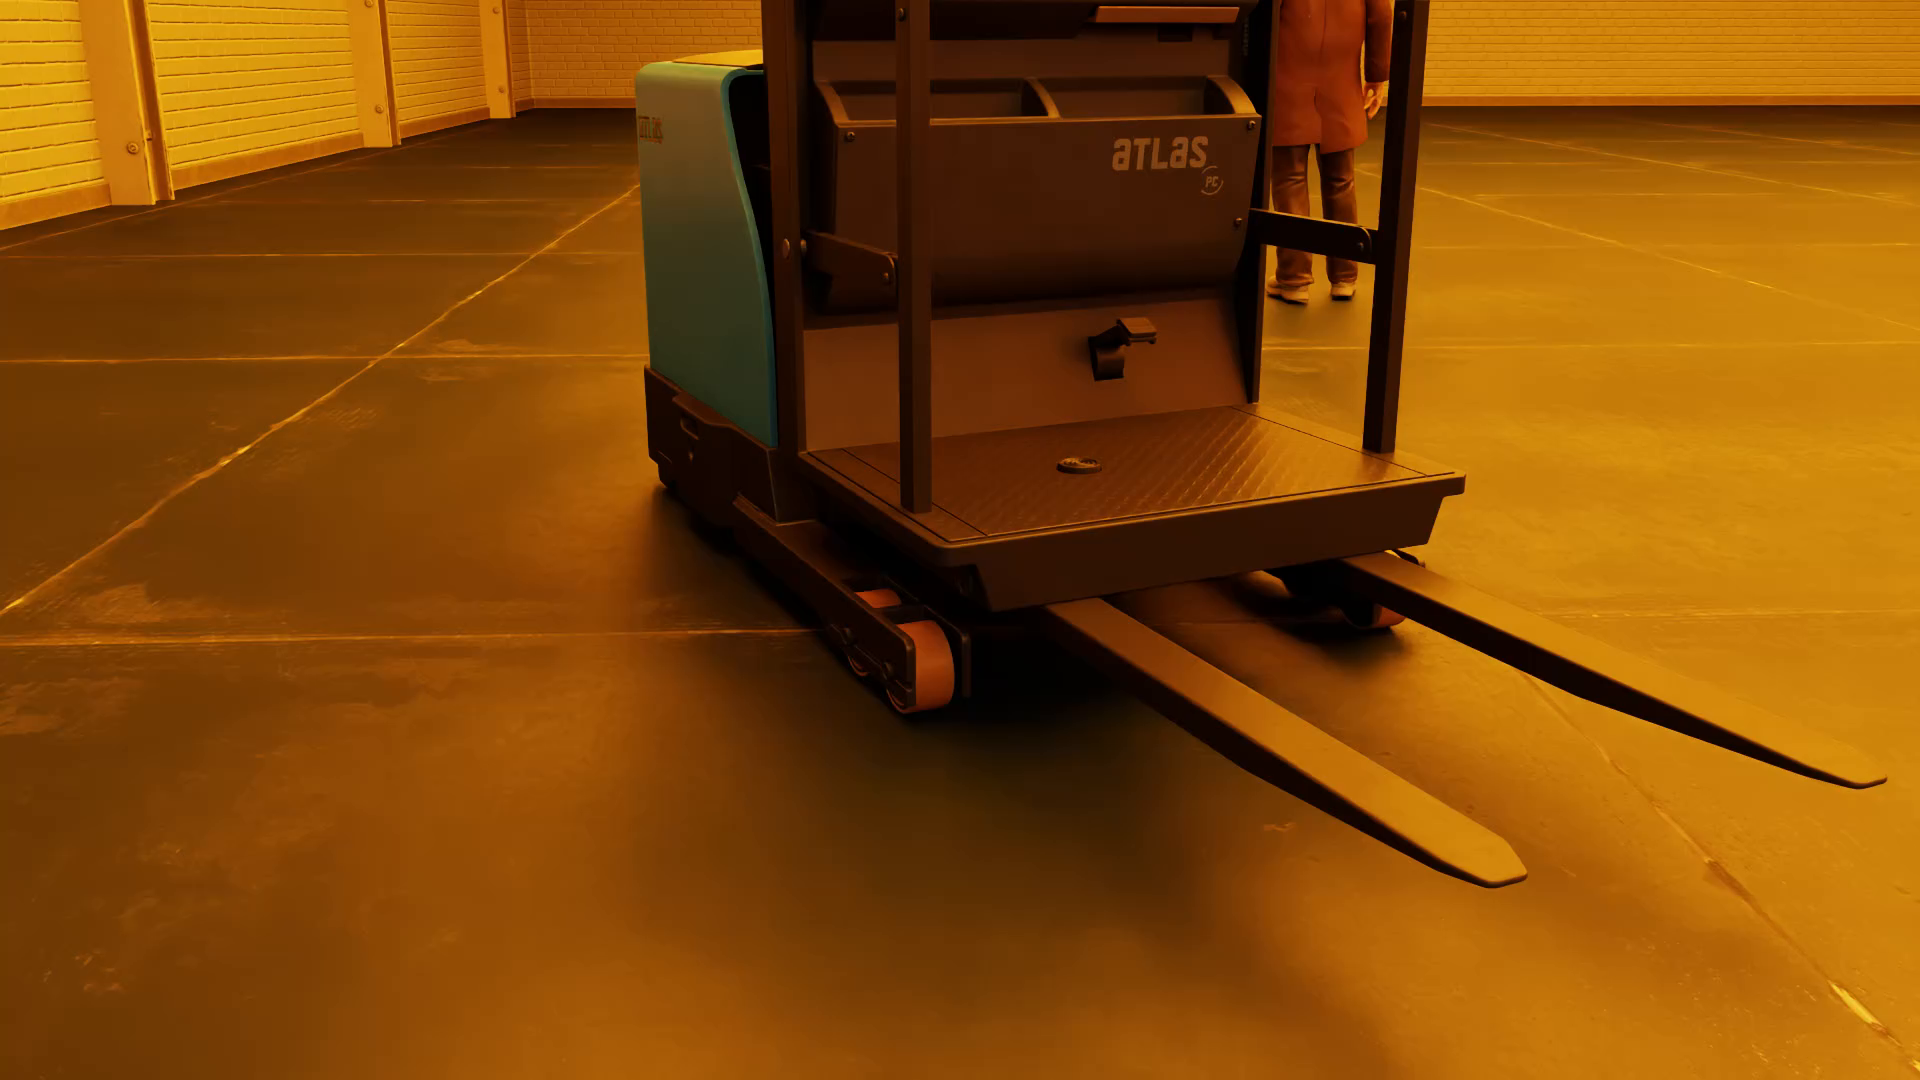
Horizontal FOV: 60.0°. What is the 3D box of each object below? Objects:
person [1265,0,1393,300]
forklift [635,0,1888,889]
[{"bbox_3d":[1.495,-1.942,7.200,0.697,1.776,0.582,0,17,0],"label":"person"},{"bbox_3d":[0.258,-1.240,2.962,1.130,2.935,3.031,-8,19,-24],"label":"forklift"}]
